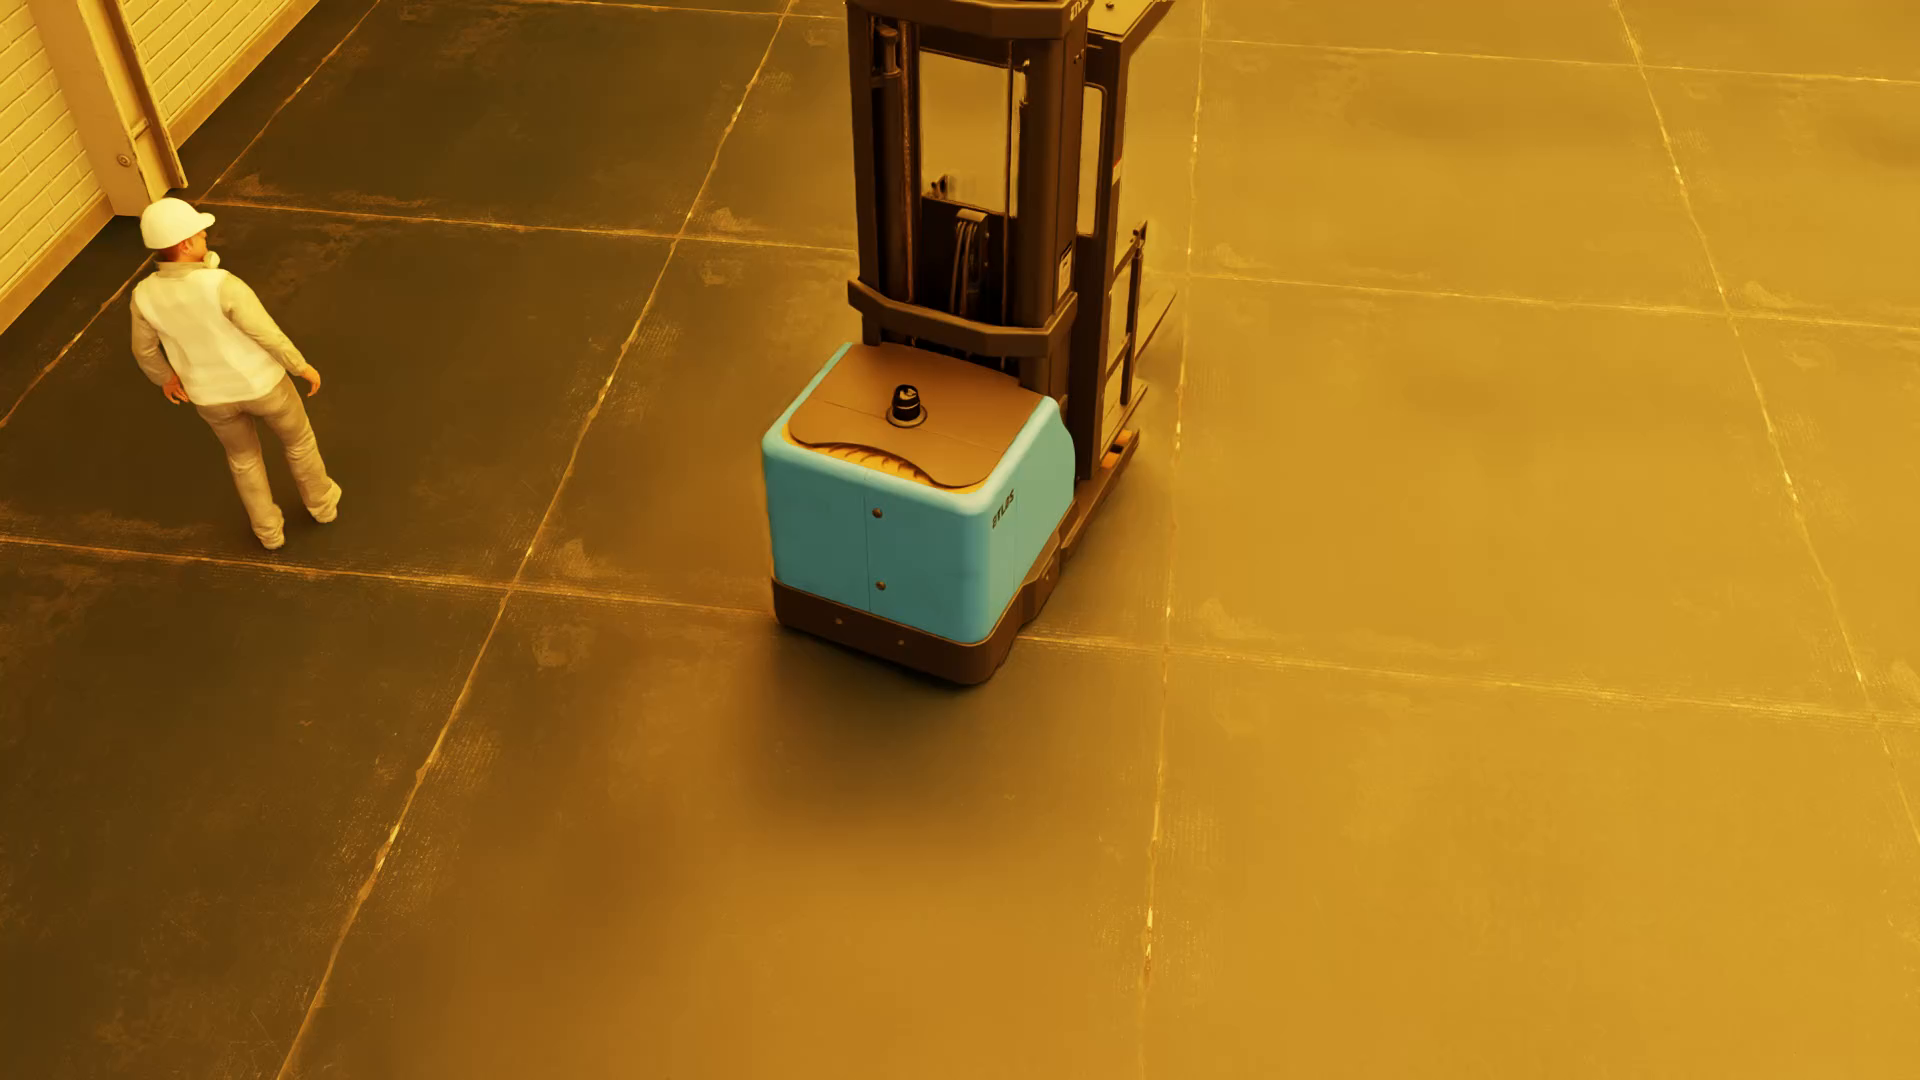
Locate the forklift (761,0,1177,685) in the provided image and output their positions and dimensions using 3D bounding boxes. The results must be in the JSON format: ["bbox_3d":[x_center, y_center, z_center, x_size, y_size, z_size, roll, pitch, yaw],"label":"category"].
[{"bbox_3d":[0.245,-1.462,7.316,1.130,2.935,3.031,17,45,18],"label":"forklift"}]

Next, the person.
[{"bbox_3d":[-3.213,-0.750,7.404,0.713,1.765,0.481,-5,43,-6],"label":"person"}]
